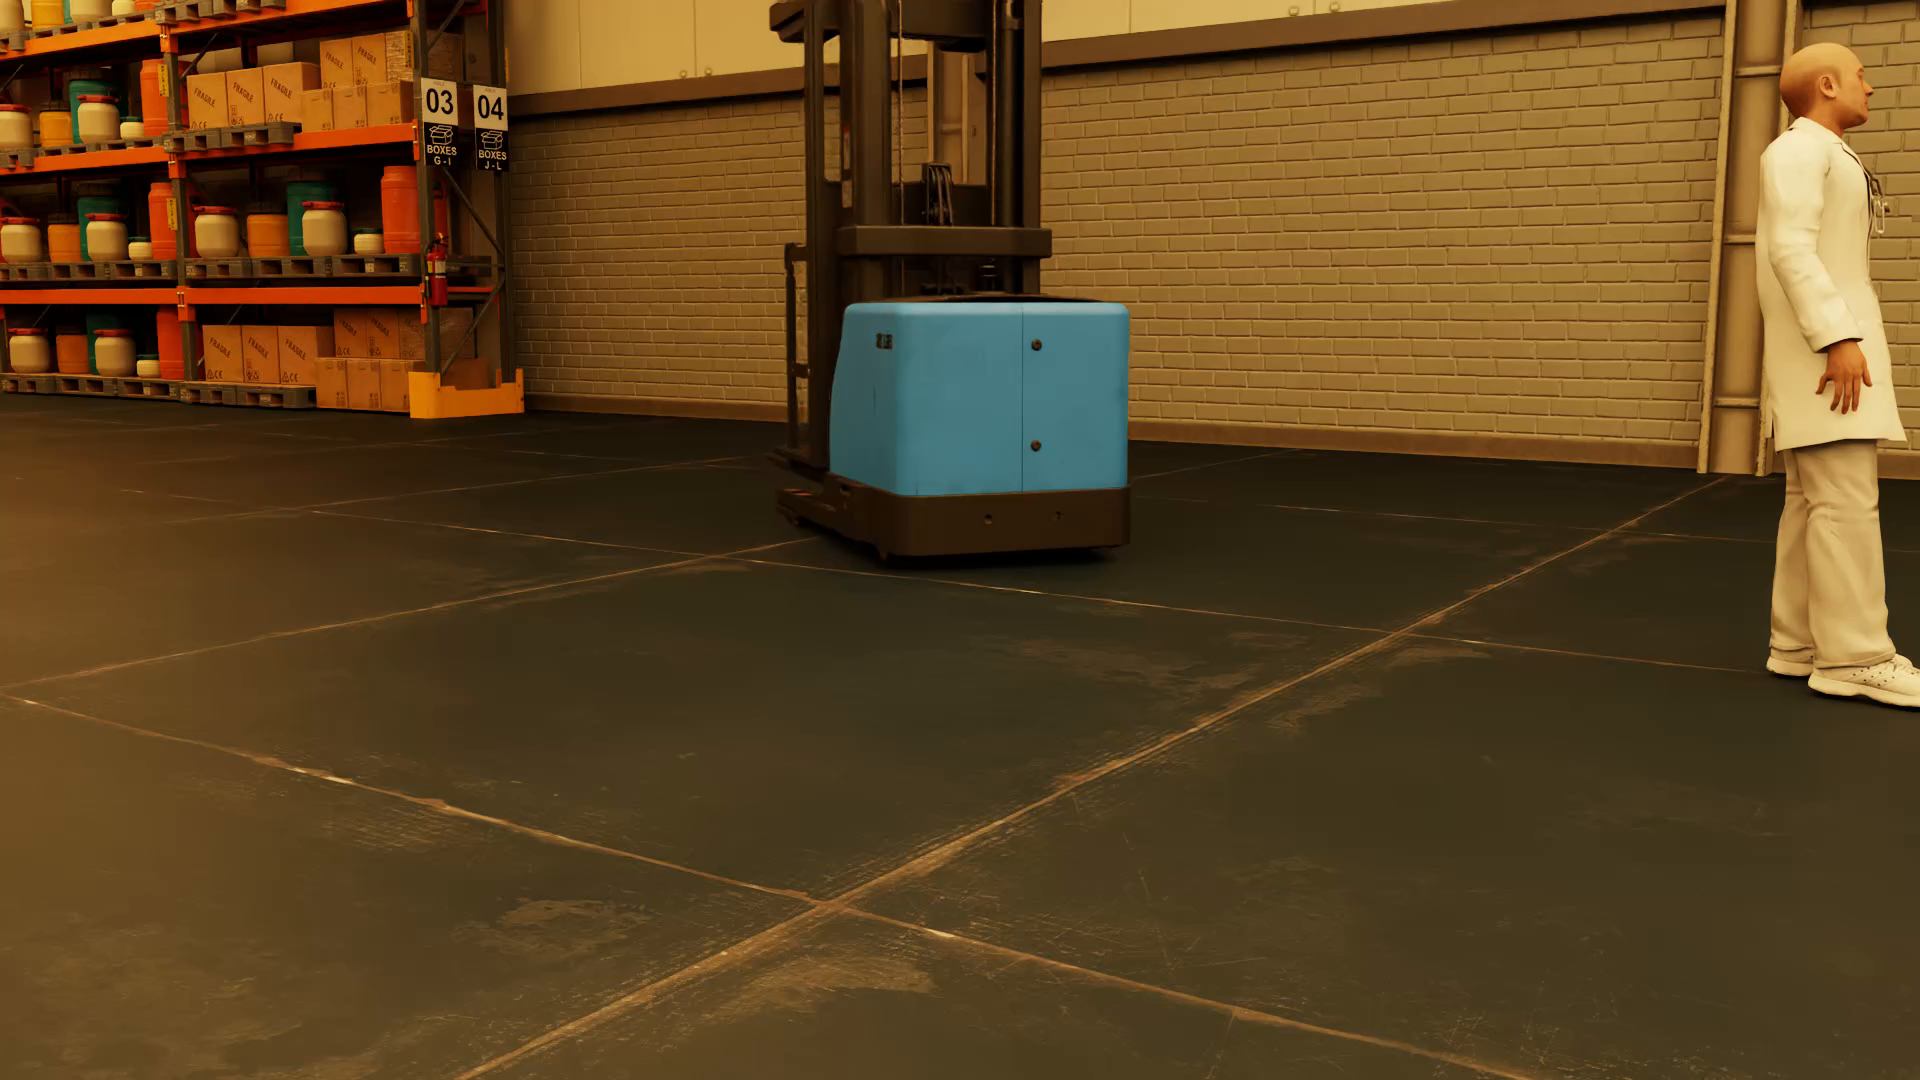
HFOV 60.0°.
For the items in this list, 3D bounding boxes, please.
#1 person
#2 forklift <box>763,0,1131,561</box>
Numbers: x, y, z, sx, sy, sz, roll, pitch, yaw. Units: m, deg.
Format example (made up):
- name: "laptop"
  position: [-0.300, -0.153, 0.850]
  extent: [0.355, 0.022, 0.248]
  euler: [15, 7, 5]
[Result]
- name: "person"
  position: [2.515, -0.482, 4.628]
  extent: [0.580, 1.777, 0.698]
  euler: [4, 9, 28]
- name: "forklift"
  position: [-0.271, -1.536, 7.993]
  extent: [1.130, 2.935, 3.031]
  euler: [-3, 9, -20]
